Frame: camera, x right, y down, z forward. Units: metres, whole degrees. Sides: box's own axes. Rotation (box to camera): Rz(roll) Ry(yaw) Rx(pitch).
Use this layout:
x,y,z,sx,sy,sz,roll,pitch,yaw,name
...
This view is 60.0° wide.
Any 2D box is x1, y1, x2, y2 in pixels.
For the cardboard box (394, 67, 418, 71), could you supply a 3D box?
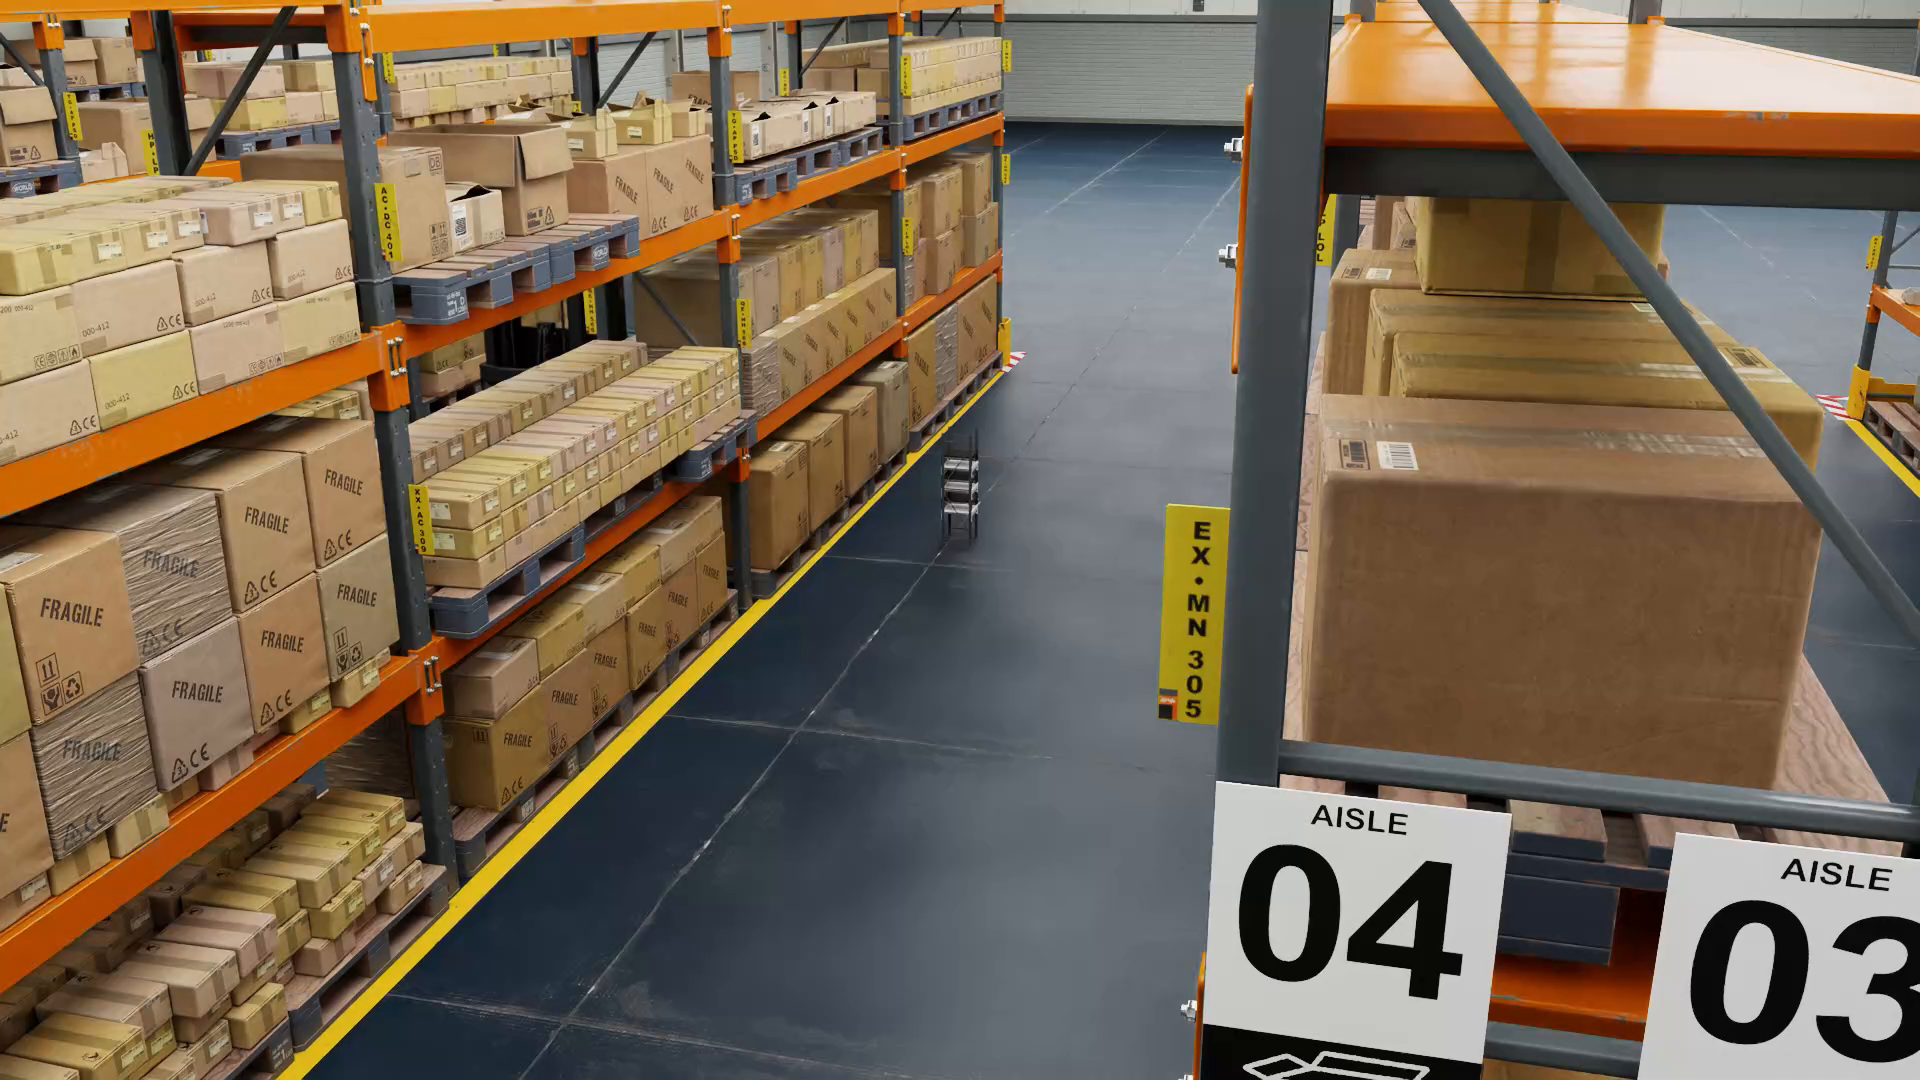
x,y,z,sx,sy,sz,roll,pitch,yaw,name
-5.715,-4.709,16.849,0.380,0.149,0.250,4,19,12,cardboard box

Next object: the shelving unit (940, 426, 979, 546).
x,y,z,sx,sy,sz,roll,pitch,yaw,name
-0.002,-0.423,13.035,0.258,0.900,0.210,5,19,13,shelving unit

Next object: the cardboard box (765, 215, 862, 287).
x,y,z,sx,sy,sz,roll,pitch,yaw,name
-1.235,-2.431,13.962,0.700,0.500,0.500,4,19,12,cardboard box

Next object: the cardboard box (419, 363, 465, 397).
x,y,z,sx,sy,sz,roll,pitch,yaw,name
-5.415,-1.648,16.977,0.500,0.250,0.500,4,19,11,cardboard box

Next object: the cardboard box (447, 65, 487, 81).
x,y,z,sx,sy,sz,roll,pitch,yaw,name
-5.127,-4.832,17.207,0.380,0.149,0.250,5,20,14,cardboard box

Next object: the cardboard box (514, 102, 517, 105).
x,y,z,sx,sy,sz,roll,pitch,yaw,name
-4.928,-4.690,18.027,0.380,0.149,0.250,5,19,13,cardboard box

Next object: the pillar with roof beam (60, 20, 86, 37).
x,y,z,sx,sy,sz,roll,pitch,yaw,name
-6.527,-6.584,18.540,9.100,9.000,0.400,5,19,13,pillar with roof beam

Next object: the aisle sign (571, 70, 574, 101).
x,y,z,sx,sy,sz,roll,pitch,yaw,name
-4.547,-5.068,19.361,0.394,0.787,0.004,5,19,13,aisle sign

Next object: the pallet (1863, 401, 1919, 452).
x,y,z,sx,sy,sz,roll,pitch,yaw,name
9.393,-1.066,15.981,1.003,0.211,1.213,5,19,13,pallet

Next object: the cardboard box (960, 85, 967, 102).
x,y,z,sx,sy,sz,roll,pitch,yaw,name
-0.144,-4.419,16.429,0.380,0.149,0.250,5,19,14,cardboard box

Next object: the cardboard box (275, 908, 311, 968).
x,y,z,sx,sy,sz,roll,pitch,yaw,name
-2.978,1.655,7.002,0.380,0.149,0.250,5,19,14,cardboard box

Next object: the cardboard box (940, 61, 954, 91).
x,y,z,sx,sy,sz,roll,pitch,yaw,name
-0.360,-4.411,15.787,0.500,0.250,0.500,4,19,13,cardboard box

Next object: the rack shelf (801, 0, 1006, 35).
x,y,z,sx,sy,sz,roll,pitch,yaw,name
-0.507,-5.164,16.116,1.077,0.370,4.000,5,19,13,rack shelf

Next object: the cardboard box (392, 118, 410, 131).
x,y,z,sx,sy,sz,roll,pitch,yaw,name
-5.503,-3.967,15.909,0.380,0.149,0.250,4,19,13,cardboard box

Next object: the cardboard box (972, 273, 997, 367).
x,y,z,sx,sy,sz,roll,pitch,yaw,name
-0.120,-2.457,18.378,0.875,0.875,0.875,5,19,14,cardboard box

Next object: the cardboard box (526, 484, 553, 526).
x,y,z,sx,sy,sz,roll,pitch,yaw,name
-2.284,-0.190,8.383,0.380,0.149,0.250,5,20,15,cardboard box

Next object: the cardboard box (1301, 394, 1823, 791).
x,y,z,sx,sy,sz,roll,pitch,yaw,name
0.932,0.077,2.723,0.700,0.500,0.500,3,19,10,cardboard box

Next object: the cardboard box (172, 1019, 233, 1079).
x,y,z,sx,sy,sz,roll,pitch,yaw,name
-3.098,1.981,6.509,0.380,0.149,0.250,5,19,14,cardboard box

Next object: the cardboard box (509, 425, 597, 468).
x,y,z,sx,sy,sz,roll,pitch,yaw,name
-2.156,-0.495,8.815,0.380,0.149,0.250,4,19,13,cardboard box

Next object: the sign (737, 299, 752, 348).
x,y,z,sx,sy,sz,roll,pitch,yaw,name
-1.445,-1.445,11.108,0.100,0.325,0.005,5,19,13,sign

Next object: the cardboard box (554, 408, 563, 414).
x,y,z,sx,sy,sz,roll,pitch,yaw,name
-2.535,-0.733,9.971,0.380,0.149,0.250,5,19,13,cardboard box

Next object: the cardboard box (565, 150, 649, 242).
x,y,z,sx,sy,sz,roll,pitch,yaw,name
-2.102,-1.928,9.395,0.500,0.500,0.500,5,19,13,cardboard box

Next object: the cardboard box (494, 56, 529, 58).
x,y,z,sx,sy,sz,roll,pitch,yaw,name
-5.128,-5.424,18.940,0.380,0.149,0.250,5,19,13,cardboard box

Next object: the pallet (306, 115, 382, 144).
x,y,z,sx,sy,sz,roll,pitch,yaw,name
-6.075,-3.733,15.125,1.213,0.211,1.003,5,19,13,pallet

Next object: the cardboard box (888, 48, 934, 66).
x,y,z,sx,sy,sz,roll,pitch,yaw,name
-0.454,-4.399,15.134,0.380,0.149,0.250,4,19,13,cardboard box

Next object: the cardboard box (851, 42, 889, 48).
x,y,z,sx,sy,sz,roll,pitch,yaw,name
-0.845,-4.768,16.215,0.380,0.149,0.250,5,19,14,cardboard box

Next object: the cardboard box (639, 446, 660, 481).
x,y,z,sx,sy,sz,roll,pitch,yaw,name
-1.966,-0.461,9.637,0.380,0.149,0.250,5,20,15,cardboard box

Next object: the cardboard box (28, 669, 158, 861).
x,y,z,sx,sy,sz,roll,pitch,yaw,name
-3.194,0.744,5.754,0.500,0.500,0.500,4,19,12,cardboard box

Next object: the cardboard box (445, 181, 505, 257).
x,y,z,sx,sy,sz,roll,pitch,yaw,name
-2.532,-1.556,7.949,0.500,0.311,0.500,4,19,13,cardboard box

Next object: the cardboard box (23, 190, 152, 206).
x,y,z,sx,sy,sz,roll,pitch,yaw,name
-3.362,-1.256,6.426,0.380,0.149,0.250,4,19,13,cardboard box

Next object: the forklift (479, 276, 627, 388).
x,y,z,sx,sy,sz,roll,pitch,yaw,name
-3.079,-1.609,13.363,1.130,2.935,3.031,5,19,14,forklift

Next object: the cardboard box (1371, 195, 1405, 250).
x,y,z,sx,sy,sz,roll,pitch,yaw,name
1.966,-1.145,6.454,0.700,0.500,0.500,5,20,15,cardboard box

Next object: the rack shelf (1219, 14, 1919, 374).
x,y,z,sx,sy,sz,roll,pitch,yaw,name
1.346,-0.979,3.865,1.077,0.370,4.000,5,19,13,rack shelf

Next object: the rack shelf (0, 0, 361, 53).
x,y,z,sx,sy,sz,roll,pitch,yaw,name
-3.439,-1.591,5.040,1.077,0.370,4.000,5,19,13,rack shelf

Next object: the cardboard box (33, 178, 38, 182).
x,y,z,sx,sy,sz,roll,pitch,yaw,name
-6.925,-2.749,12.344,0.380,0.149,0.250,5,19,13,cardboard box

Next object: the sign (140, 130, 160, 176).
x,y,z,sx,sy,sz,roll,pitch,yaw,name
-3.490,-1.614,7.221,0.100,0.325,0.005,5,19,13,sign

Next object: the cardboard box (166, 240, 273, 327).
x,y,z,sx,sy,sz,roll,pitch,yaw,name
-2.955,-0.979,6.230,0.500,0.250,0.500,4,19,11,cardboard box

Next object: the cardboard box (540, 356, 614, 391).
x,y,z,sx,sy,sz,roll,pitch,yaw,name
-2.401,-1.045,10.425,0.380,0.149,0.250,5,19,13,cardboard box

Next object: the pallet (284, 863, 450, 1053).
x,y,z,sx,sy,sz,roll,pitch,yaw,name
-3.080,1.812,7.555,1.003,0.211,1.213,5,19,13,pallet

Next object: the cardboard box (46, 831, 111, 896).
x,y,z,sx,sy,sz,roll,pitch,yaw,name
-3.199,1.084,5.763,0.380,0.149,0.250,5,20,15,cardboard box

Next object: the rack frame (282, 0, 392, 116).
x,y,z,sx,sy,sz,roll,pitch,yaw,name
-5.821,-5.426,15.152,1.000,3.000,0.127,5,19,13,rack frame

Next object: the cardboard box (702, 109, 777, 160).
x,y,z,sx,sy,sz,roll,pitch,yaw,name
-1.583,-2.807,11.458,0.500,0.311,0.500,5,19,13,cardboard box

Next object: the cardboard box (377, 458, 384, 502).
x,y,z,sx,sy,sz,roll,pitch,yaw,name
-2.977,-0.307,8.265,0.380,0.149,0.250,4,19,12,cardboard box

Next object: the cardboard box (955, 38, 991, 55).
x,y,z,sx,sy,sz,roll,pitch,yaw,name
0.103,-5.115,17.231,0.380,0.149,0.250,5,19,14,cardboard box

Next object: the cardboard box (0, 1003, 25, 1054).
x,y,z,sx,sy,sz,roll,pitch,yaw,name
-3.679,1.812,6.082,0.380,0.149,0.250,4,19,12,cardboard box

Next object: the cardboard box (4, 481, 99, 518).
x,y,z,sx,sy,sz,roll,pitch,yaw,name
-3.562,0.060,6.210,0.500,0.500,0.500,5,19,14,cardboard box

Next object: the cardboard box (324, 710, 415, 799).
x,y,z,sx,sy,sz,roll,pitch,yaw,name
-3.014,1.012,8.802,0.500,0.500,0.500,4,19,12,cardboard box

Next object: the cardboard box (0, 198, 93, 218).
x,y,z,sx,sy,sz,roll,pitch,yaw,name
-3.469,-1.178,6.198,0.380,0.149,0.250,4,19,12,cardboard box

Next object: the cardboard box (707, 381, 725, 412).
x,y,z,sx,sy,sz,roll,pitch,yaw,name
-1.716,-0.920,10.520,0.380,0.149,0.250,5,20,15,cardboard box

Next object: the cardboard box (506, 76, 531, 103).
x,y,z,sx,sy,sz,roll,pitch,yaw,name
-4.953,-4.828,17.813,0.500,0.250,0.500,5,20,15,cardboard box

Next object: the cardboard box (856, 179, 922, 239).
x,y,z,sx,sy,sz,roll,pitch,yaw,name
-0.851,-3.104,15.733,0.875,0.550,0.550,5,19,13,cardboard box

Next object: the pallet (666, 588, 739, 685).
x,y,z,sx,sy,sz,roll,pitch,yaw,name
-2.166,0.590,11.133,1.003,0.211,1.213,5,19,13,pallet

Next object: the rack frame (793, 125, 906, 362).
x,y,z,sx,sy,sz,roll,pitch,yaw,name
-0.996,-2.228,15.069,1.000,3.000,0.127,5,19,13,rack frame

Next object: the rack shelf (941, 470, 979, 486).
x,y,z,sx,sy,sz,roll,pitch,yaw,name
-0.002,-0.477,13.016,0.258,0.077,0.200,5,19,13,rack shelf

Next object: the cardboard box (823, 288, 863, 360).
x,y,z,sx,sy,sz,roll,pitch,yaw,name
-1.111,-1.774,13.585,0.500,0.500,0.500,5,19,14,cardboard box

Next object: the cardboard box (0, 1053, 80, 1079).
x,y,z,sx,sy,sz,roll,pitch,yaw,name
-3.277,1.930,5.738,0.380,0.149,0.250,5,20,16,cardboard box
